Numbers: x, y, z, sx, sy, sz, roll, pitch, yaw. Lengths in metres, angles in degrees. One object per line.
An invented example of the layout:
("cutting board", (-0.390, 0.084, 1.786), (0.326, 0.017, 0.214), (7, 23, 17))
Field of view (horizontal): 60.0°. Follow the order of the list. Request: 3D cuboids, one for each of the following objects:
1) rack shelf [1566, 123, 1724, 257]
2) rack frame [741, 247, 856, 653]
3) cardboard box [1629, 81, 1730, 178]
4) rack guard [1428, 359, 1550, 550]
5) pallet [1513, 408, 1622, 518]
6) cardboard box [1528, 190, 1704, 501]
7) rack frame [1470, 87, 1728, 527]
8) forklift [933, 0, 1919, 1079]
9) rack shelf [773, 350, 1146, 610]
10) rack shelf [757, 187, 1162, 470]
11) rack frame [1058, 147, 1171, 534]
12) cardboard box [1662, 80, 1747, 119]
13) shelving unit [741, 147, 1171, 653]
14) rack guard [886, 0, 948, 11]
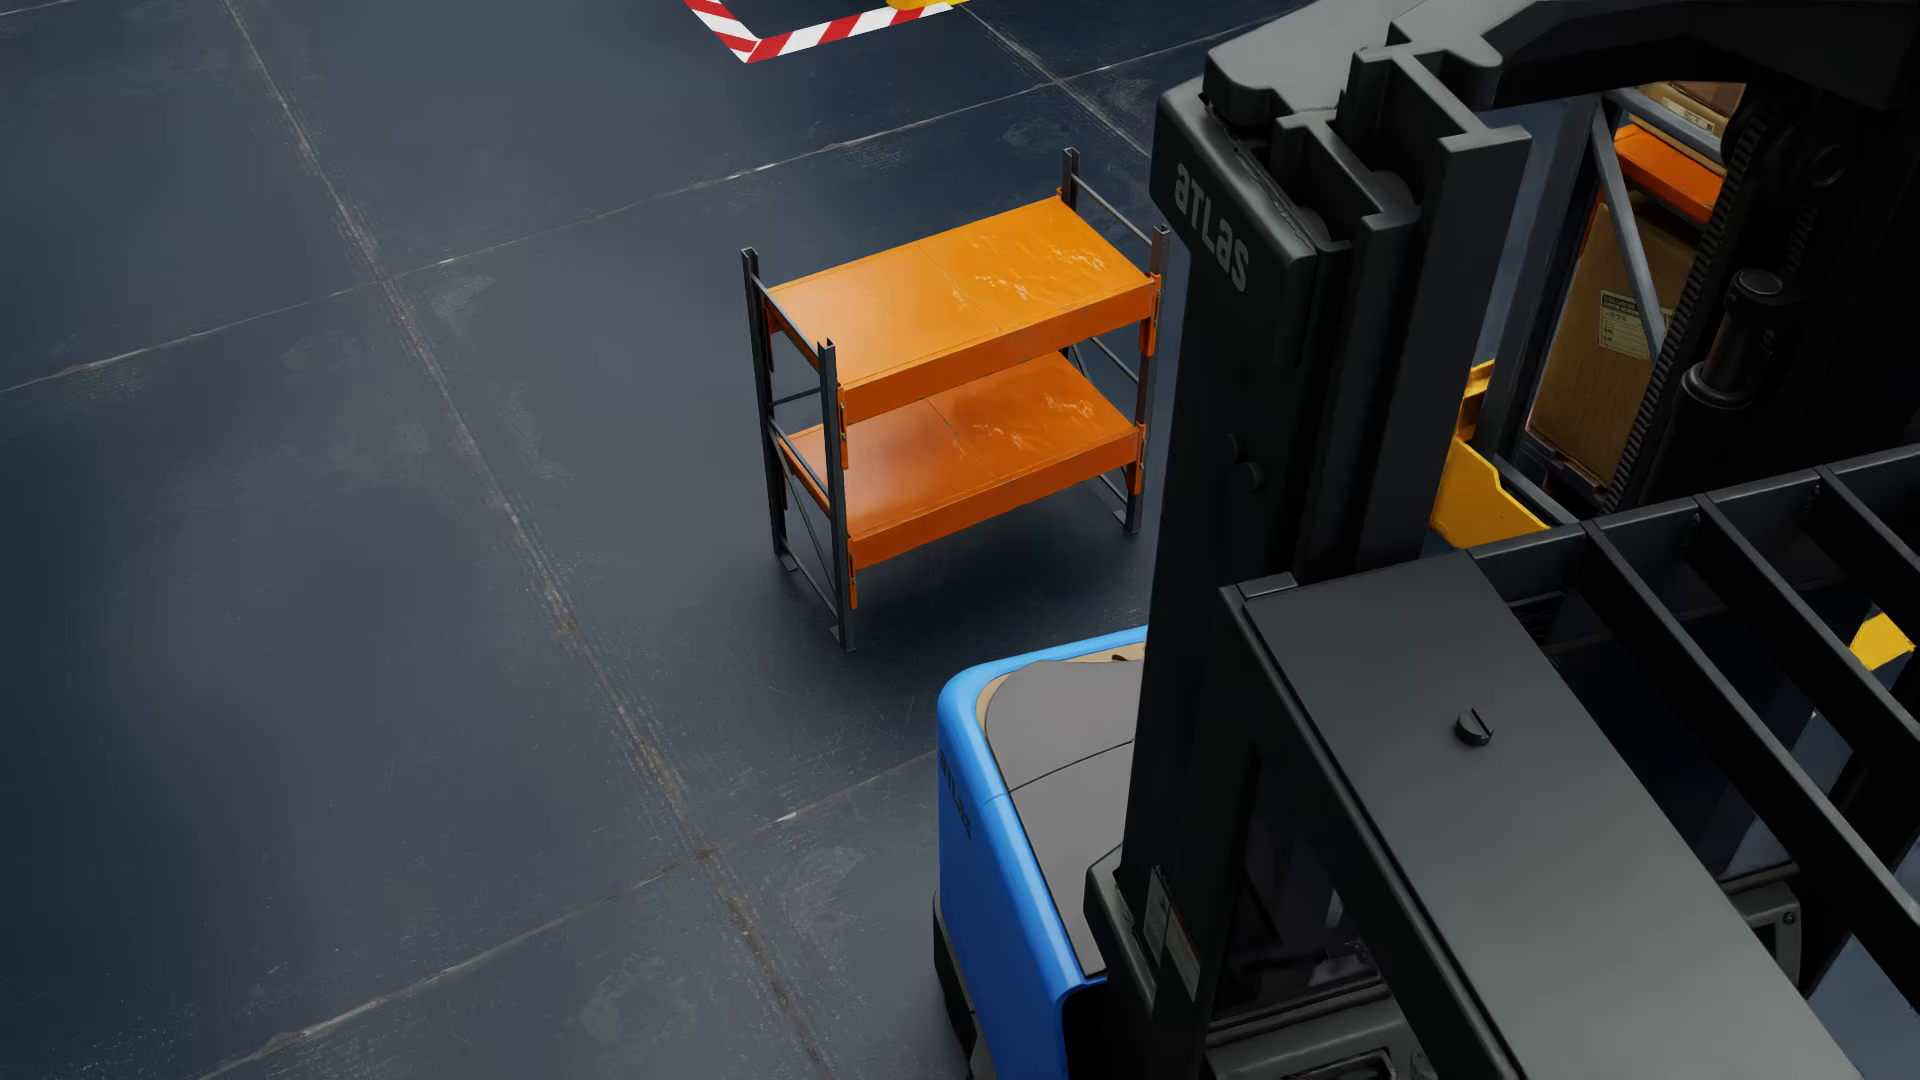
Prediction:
("rack shelf", (3.623, -1.338, 4.991), (4.000, 0.370, 1.077), (-22, 48, -21))
("rack frame", (-0.447, -0.225, 4.674), (0.032, 1.125, 0.500), (-22, 48, -21))
("cardboard box", (2.034, -1.134, 4.445), (0.250, 0.149, 0.380), (-21, 48, -20))
("rack guard", (1.868, 0.003, 4.888), (0.348, 0.500, 1.175), (-22, 48, -21))
("pallet", (2.543, -0.226, 5.331), (1.213, 0.211, 1.003), (-22, 48, -21))
("cardboard box", (2.404, -0.561, 4.898), (0.875, 0.875, 0.875), (-22, 48, -21))
("rack frame", (1.889, -0.902, 4.026), (0.127, 3.000, 1.000), (-22, 48, -21))
("forklift", (0.860, 0.875, 2.244), (1.130, 2.935, 3.031), (-12, 45, -12))
("rack shelf", (-0.006, -0.226, 5.026), (1.000, 0.278, 0.538), (-22, 48, -21))
("rack shelf", (-0.006, -0.611, 4.652), (1.000, 0.278, 0.538), (-22, 48, -21))
("rack frame", (0.435, -0.578, 5.038), (0.032, 1.125, 0.500), (-22, 48, -21))
("cardboard box", (2.177, -1.283, 4.313), (0.500, 0.250, 0.500), (-23, 48, -22))
("shelving unit", (-0.006, -0.401, 4.856), (1.048, 1.125, 0.538), (-22, 48, -21))
("rack guard", (-0.429, -3.061, 8.046), (0.348, 0.500, 1.175), (-22, 48, -21))
